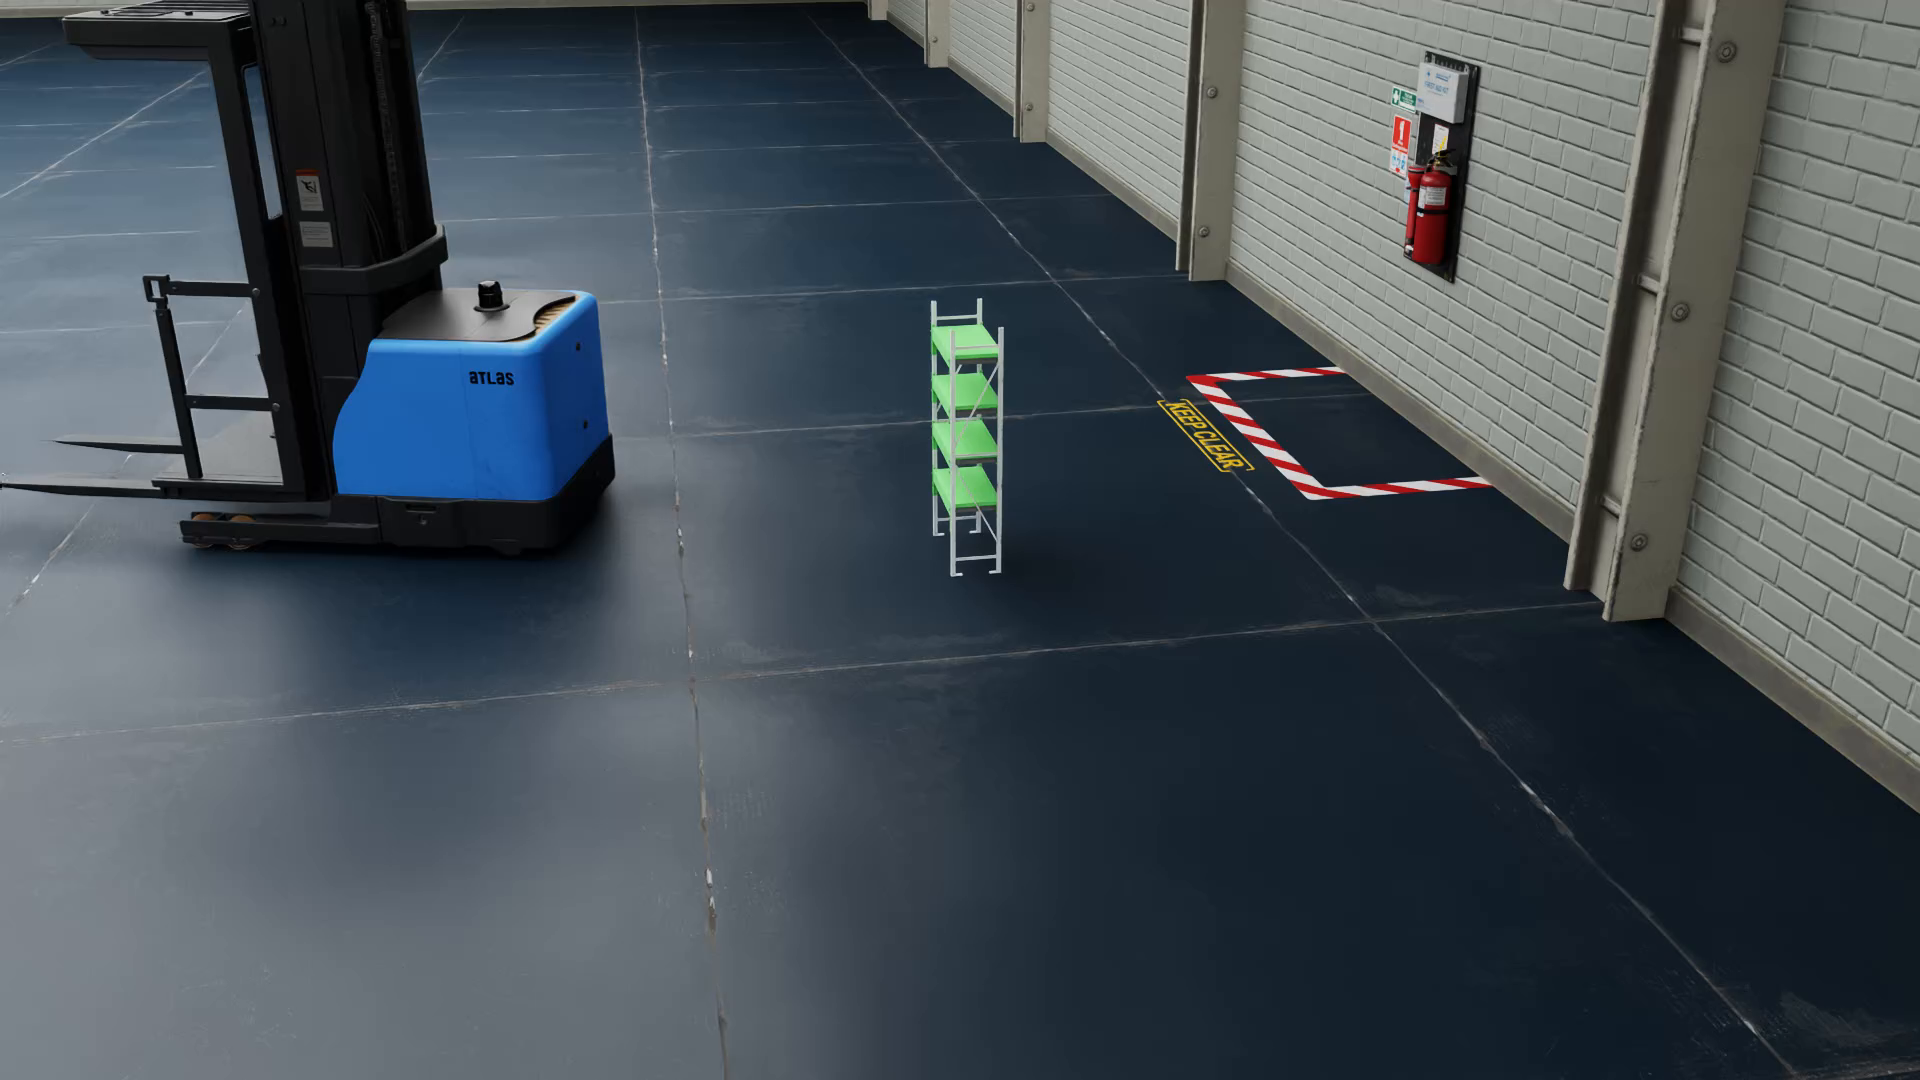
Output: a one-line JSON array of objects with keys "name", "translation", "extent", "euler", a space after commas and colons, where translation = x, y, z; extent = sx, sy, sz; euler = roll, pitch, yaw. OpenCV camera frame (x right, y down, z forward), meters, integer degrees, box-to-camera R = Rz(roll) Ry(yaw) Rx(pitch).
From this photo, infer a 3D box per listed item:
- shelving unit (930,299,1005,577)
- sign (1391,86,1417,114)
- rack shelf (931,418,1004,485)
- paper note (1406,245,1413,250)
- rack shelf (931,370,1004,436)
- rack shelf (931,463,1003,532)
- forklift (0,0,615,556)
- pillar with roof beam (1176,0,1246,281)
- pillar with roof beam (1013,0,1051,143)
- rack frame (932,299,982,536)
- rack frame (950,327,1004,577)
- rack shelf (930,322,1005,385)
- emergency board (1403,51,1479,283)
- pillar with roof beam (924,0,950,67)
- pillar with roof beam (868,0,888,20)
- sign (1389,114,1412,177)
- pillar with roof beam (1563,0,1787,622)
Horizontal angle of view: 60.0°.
[{"name": "shelving unit", "translation": [0.031, -0.485, 7.861], "extent": [0.258, 1.200, 0.503], "euler": [-4, 24, -10]}, {"name": "sign", "translation": [2.575, -2.555, 9.645], "extent": [0.001, 0.109, 0.331], "euler": [-4, 24, -10]}, {"name": "rack shelf", "translation": [0.031, -0.426, 7.886], "extent": [0.258, 0.148, 0.480], "euler": [-4, 24, -10]}, {"name": "paper note", "translation": [2.619, -1.744, 9.596], "extent": [0.016, 0.148, 0.142], "euler": [-4, 24, -10]}, {"name": "rack shelf", "translation": [0.031, -0.646, 7.790], "extent": [0.258, 0.148, 0.480], "euler": [-4, 24, -10]}, {"name": "rack shelf", "translation": [0.031, -0.206, 7.982], "extent": [0.258, 0.148, 0.480], "euler": [-4, 24, -10]}, {"name": "forklift", "translation": [-3.382, -1.501, 8.026], "extent": [3.031, 2.935, 1.130], "euler": [2, 24, 5]}, {"name": "pillar with roof beam", "translation": [-2.337, -5.889, 10.490], "extent": [9.100, 9.000, 0.400], "euler": [-4, 24, -10]}, {"name": "pillar with roof beam", "translation": [-3.446, -8.249, 15.894], "extent": [9.100, 9.000, 0.400], "euler": [-4, 24, -10]}, {"name": "rack frame", "translation": [-0.015, -0.581, 8.081], "extent": [0.240, 1.200, 0.015], "euler": [-4, 24, -10]}, {"name": "rack frame", "translation": [0.076, -0.389, 7.641], "extent": [0.240, 1.200, 0.015], "euler": [-4, 24, -10]}, {"name": "rack shelf", "translation": [0.031, -0.866, 7.694], "extent": [0.258, 0.148, 0.480], "euler": [-4, 24, -10]}, {"name": "emergency board", "translation": [2.584, -2.073, 9.249], "extent": [0.194, 1.169, 0.643], "euler": [-4, 24, -10]}, {"name": "pillar with roof beam", "translation": [-4.556, -10.609, 21.297], "extent": [9.100, 9.000, 0.400], "euler": [-4, 24, -10]}, {"name": "pillar with roof beam", "translation": [-5.665, -12.969, 26.701], "extent": [9.100, 9.000, 0.400], "euler": [-4, 24, -10]}, {"name": "sign", "translation": [2.583, -2.314, 9.757], "extent": [0.001, 0.329, 0.234], "euler": [-4, 24, -10]}, {"name": "pillar with roof beam", "translation": [-1.227, -3.529, 5.086], "extent": [9.100, 9.000, 0.400], "euler": [-4, 24, -10]}]
